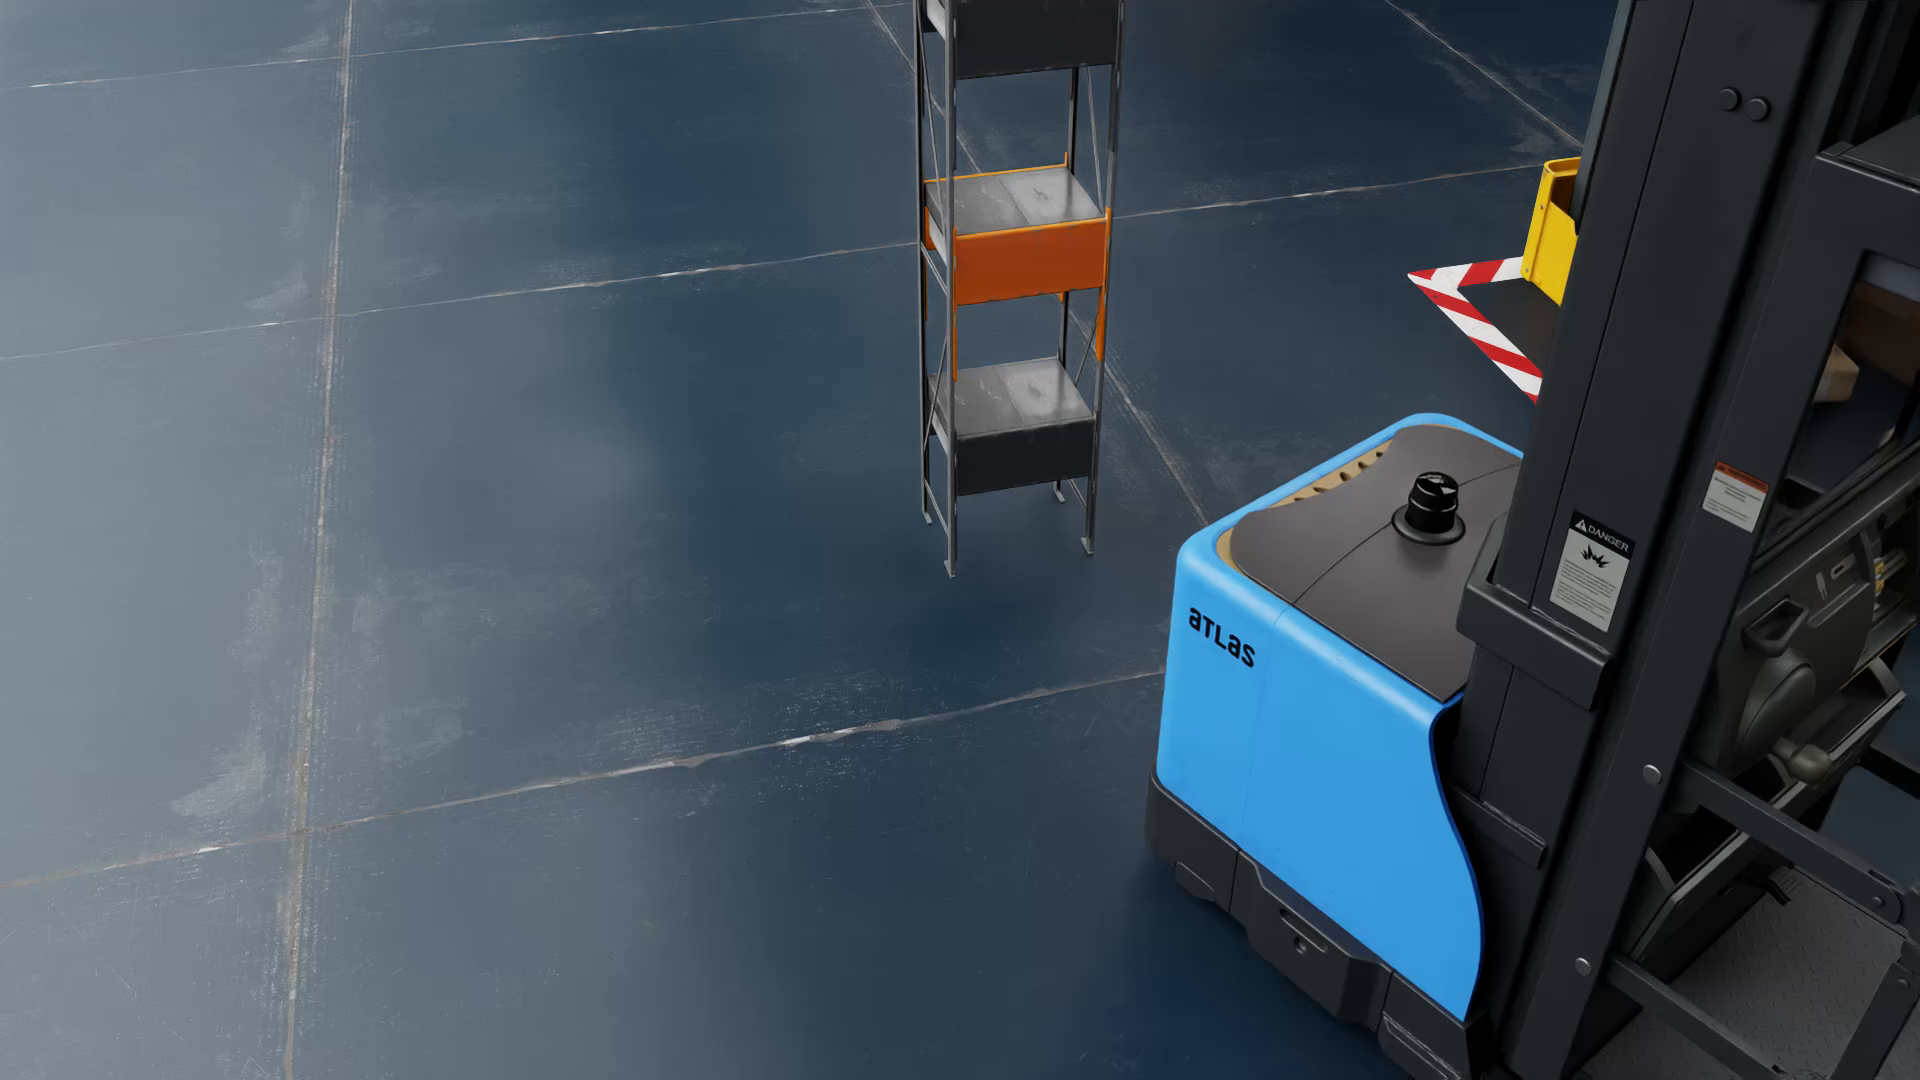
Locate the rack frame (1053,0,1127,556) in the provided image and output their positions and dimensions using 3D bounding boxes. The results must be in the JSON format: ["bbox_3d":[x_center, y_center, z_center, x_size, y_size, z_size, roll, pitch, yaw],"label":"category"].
[{"bbox_3d":[0.395,-0.899,5.197,0.015,2.100,0.400,-9,38,-12],"label":"rack frame"}]

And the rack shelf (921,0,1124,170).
[{"bbox_3d":[0.160,-1.405,4.729,0.480,0.518,0.431,-9,38,-12],"label":"rack shelf"}]

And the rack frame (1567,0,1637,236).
[{"bbox_3d":[2.778,-2.074,5.993,0.127,3.000,1.000,-9,38,-12],"label":"rack frame"}]

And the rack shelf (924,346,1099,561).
[{"bbox_3d":[0.160,-0.293,5.580,0.480,0.518,0.431,-9,38,-12],"label":"rack shelf"}]

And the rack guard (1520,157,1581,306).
[{"bbox_3d":[2.755,-1.078,6.747,0.348,0.500,1.175,-9,38,-12],"label":"rack guard"}]

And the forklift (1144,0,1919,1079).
[{"bbox_3d":[1.832,0.200,3.077,1.130,2.935,3.031,-27,45,-30],"label":"forklift"}]

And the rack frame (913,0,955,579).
[{"bbox_3d":[-0.076,-0.822,5.096,0.015,2.100,0.400,-9,38,-12],"label":"rack frame"}]

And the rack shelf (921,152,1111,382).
[{"bbox_3d":[0.160,-0.849,5.155,0.480,0.518,0.431,-9,38,-12],"label":"rack shelf"}]

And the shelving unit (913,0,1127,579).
[{"bbox_3d":[0.160,-0.860,5.146,0.503,2.100,0.431,-9,38,-12],"label":"shelving unit"}]
